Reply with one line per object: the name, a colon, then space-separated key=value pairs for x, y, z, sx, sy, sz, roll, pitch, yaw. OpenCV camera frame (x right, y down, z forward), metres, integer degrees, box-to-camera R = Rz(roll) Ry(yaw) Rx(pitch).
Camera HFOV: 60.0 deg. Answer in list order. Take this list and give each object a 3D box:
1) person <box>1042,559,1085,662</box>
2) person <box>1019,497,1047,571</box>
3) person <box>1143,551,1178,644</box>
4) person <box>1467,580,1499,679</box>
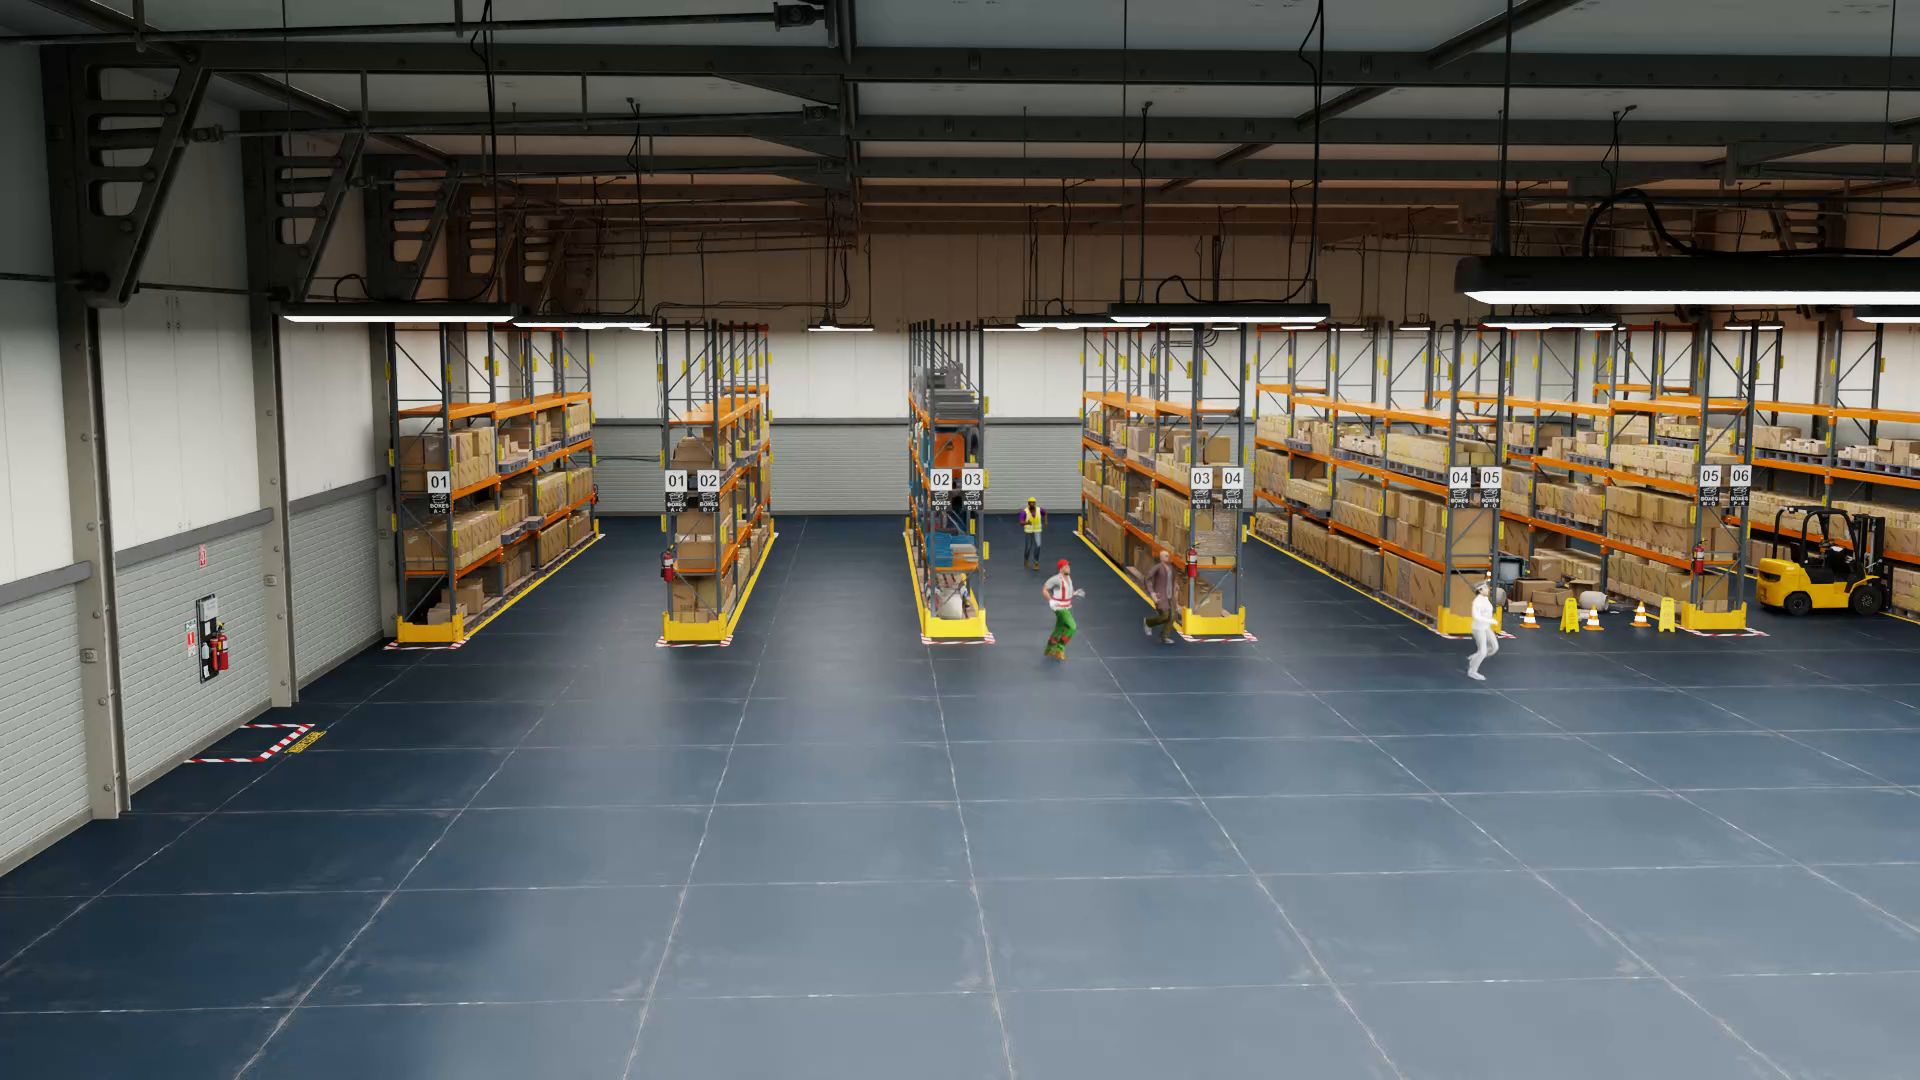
person: x=1.836 y=1.237 z=29.319 sx=0.713 sy=1.809 sz=0.619 roll=3 pitch=8 yaw=26
person: x=1.787 y=-0.165 z=40.648 sx=0.710 sy=1.800 sz=0.894 roll=0 pitch=7 yaw=-3
person: x=3.772 y=1.053 z=30.988 sx=0.743 sy=1.719 sz=0.685 roll=-6 pitch=9 yaw=-39
person: x=8.725 y=1.484 z=27.677 sx=0.526 sy=1.668 sz=0.668 roll=5 pitch=9 yaw=34
